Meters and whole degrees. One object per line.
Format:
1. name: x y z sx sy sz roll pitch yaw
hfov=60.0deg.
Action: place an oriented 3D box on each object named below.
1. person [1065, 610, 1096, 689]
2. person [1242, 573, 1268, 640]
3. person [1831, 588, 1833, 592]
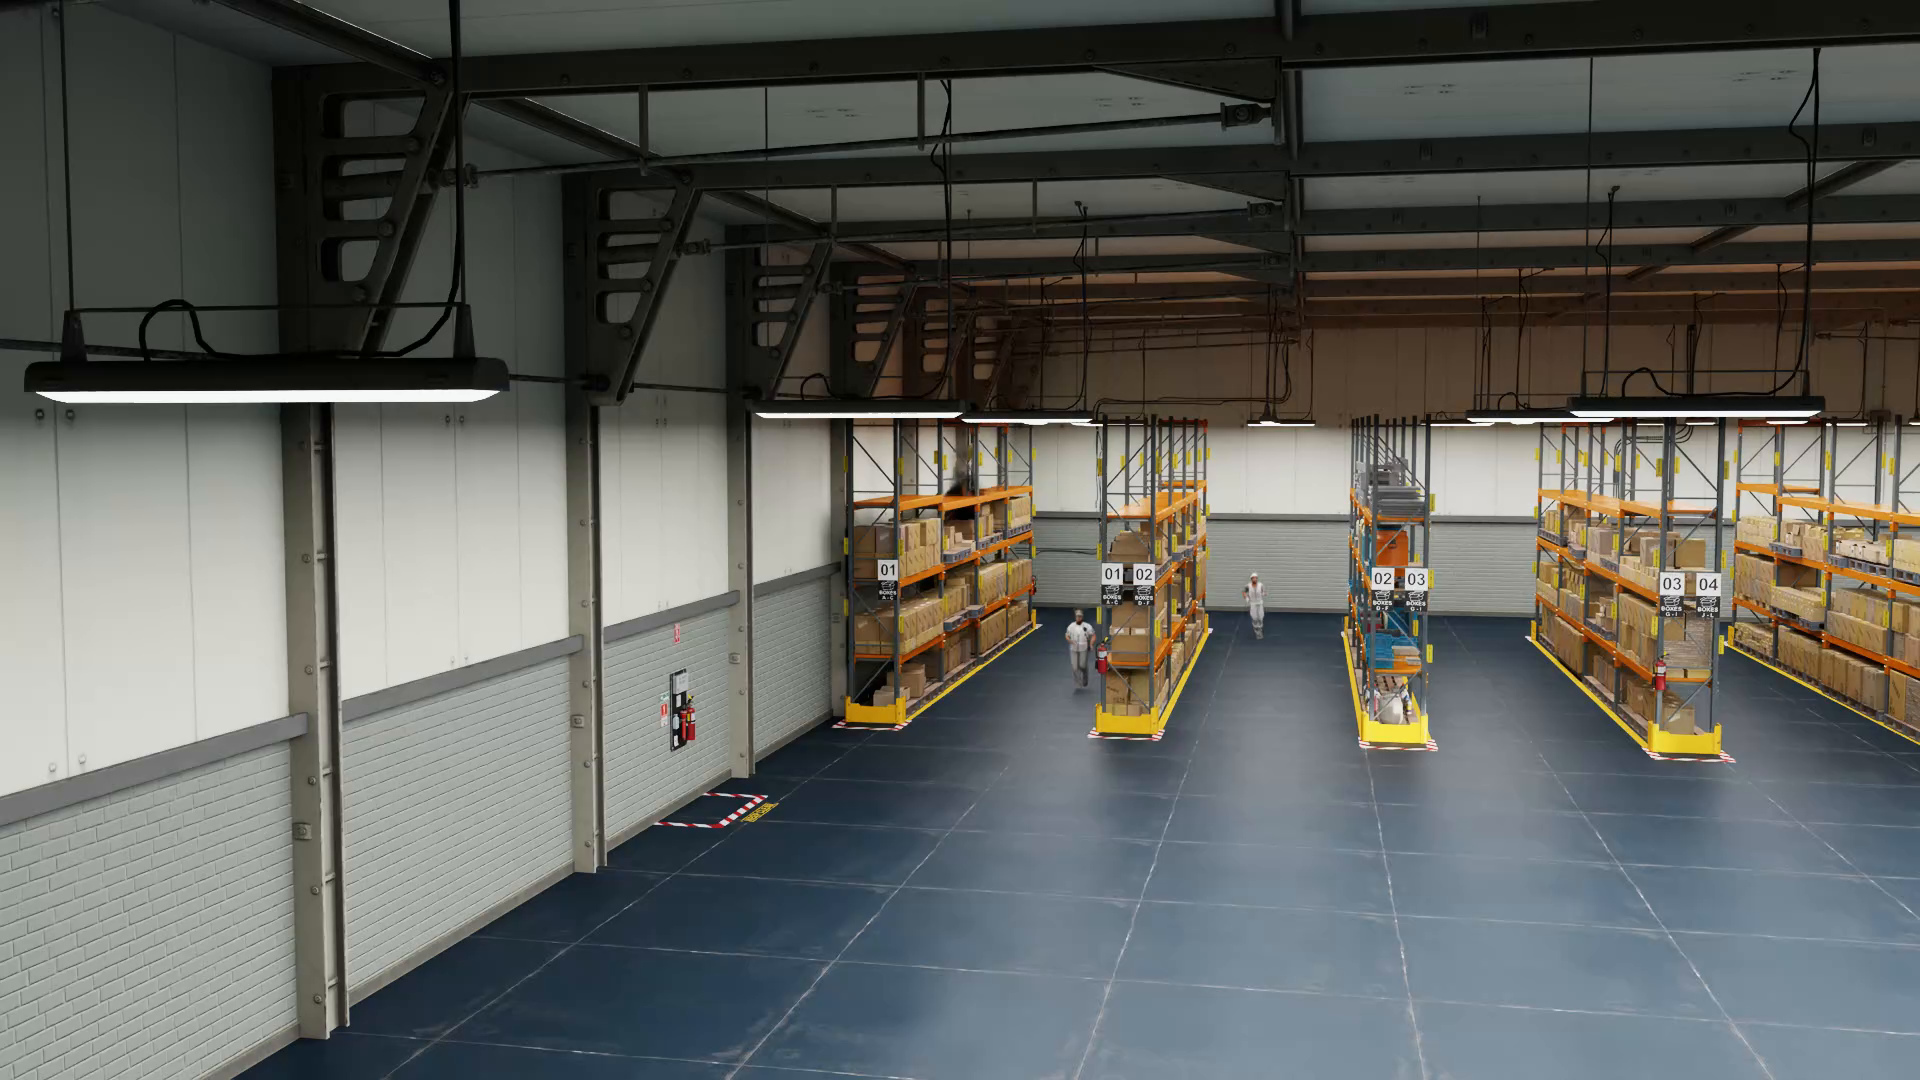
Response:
1. person: 2.615 2.407 36.460 0.652 1.738 0.606 1 4 14
2. person: 8.075 1.821 45.438 0.651 1.834 0.745 0 4 0
3. person: 22.174 2.032 42.502 0.559 1.668 0.956 0 4 4
